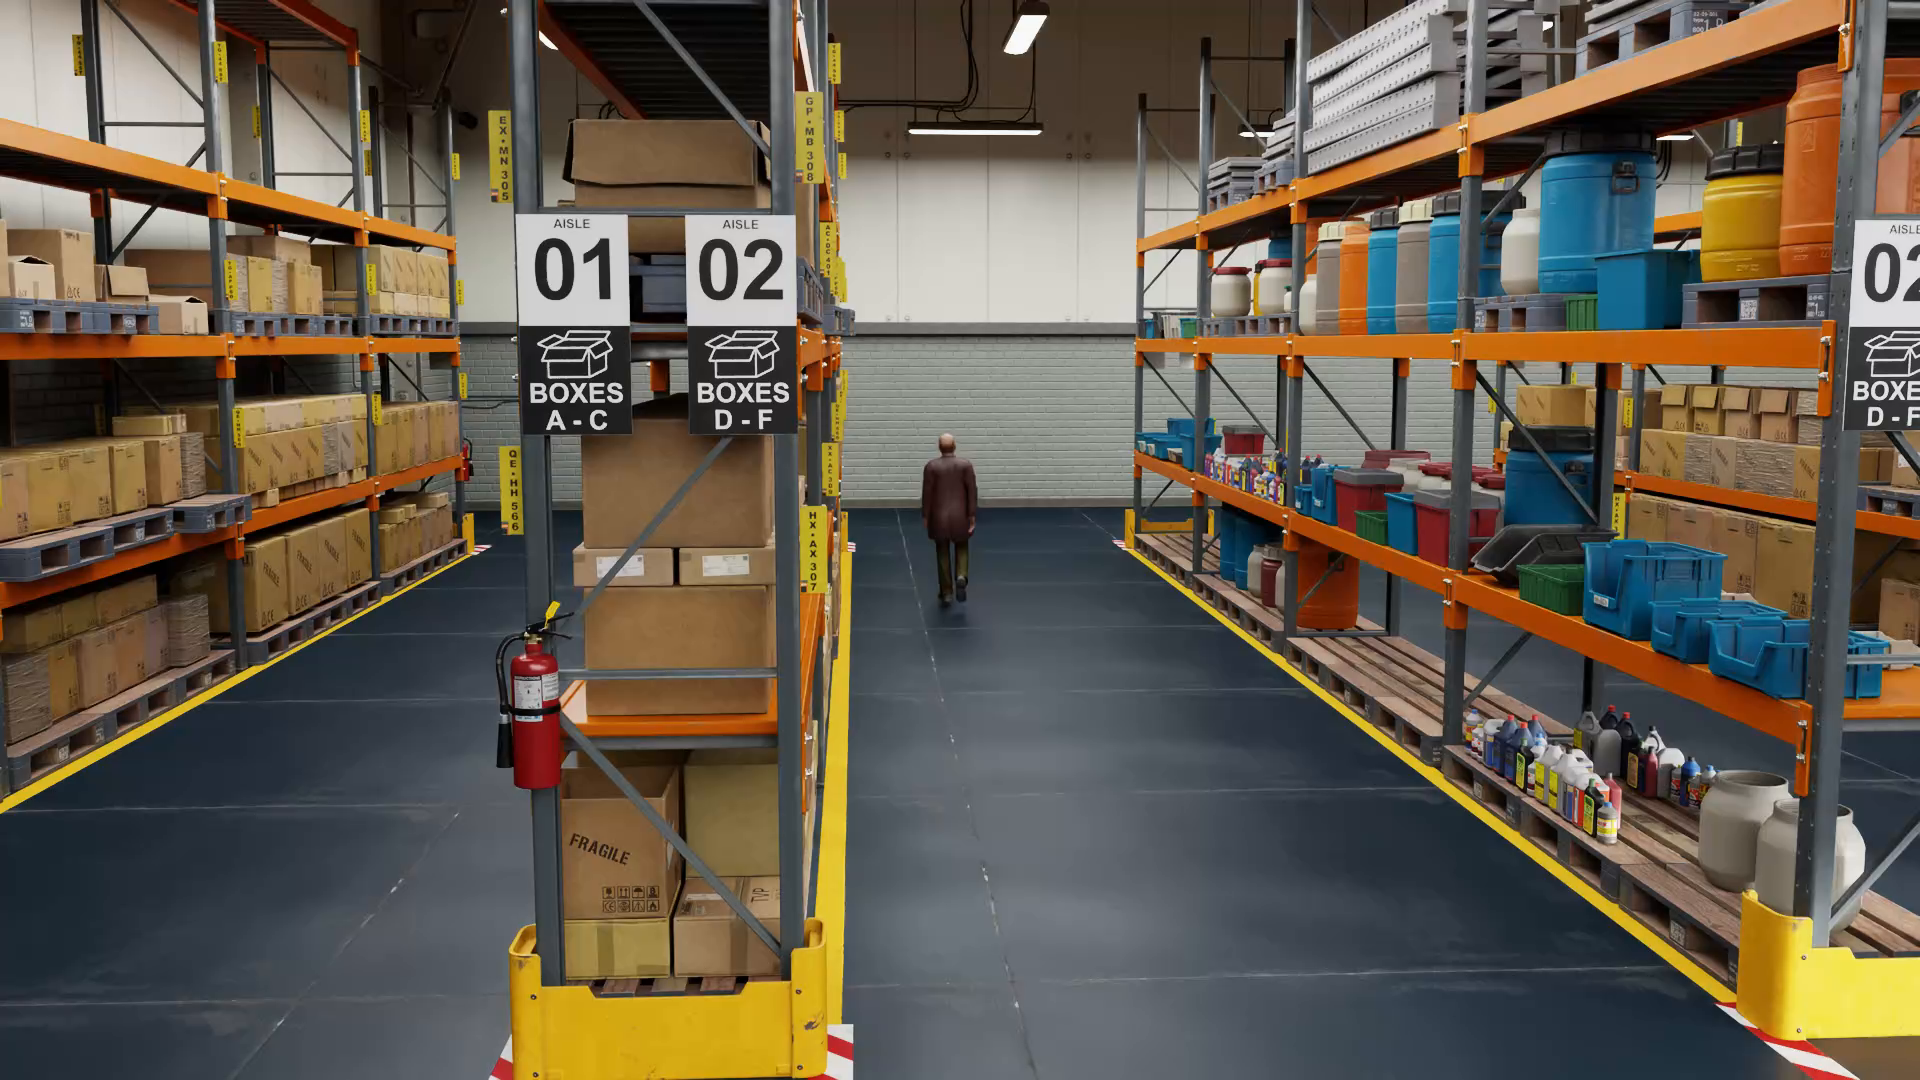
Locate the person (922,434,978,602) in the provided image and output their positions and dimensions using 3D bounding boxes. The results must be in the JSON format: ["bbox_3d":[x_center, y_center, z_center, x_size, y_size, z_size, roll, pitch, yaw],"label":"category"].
[{"bbox_3d":[-0.107,-0.230,17.572,0.583,1.789,0.532,-1,7,-6],"label":"person"}]
